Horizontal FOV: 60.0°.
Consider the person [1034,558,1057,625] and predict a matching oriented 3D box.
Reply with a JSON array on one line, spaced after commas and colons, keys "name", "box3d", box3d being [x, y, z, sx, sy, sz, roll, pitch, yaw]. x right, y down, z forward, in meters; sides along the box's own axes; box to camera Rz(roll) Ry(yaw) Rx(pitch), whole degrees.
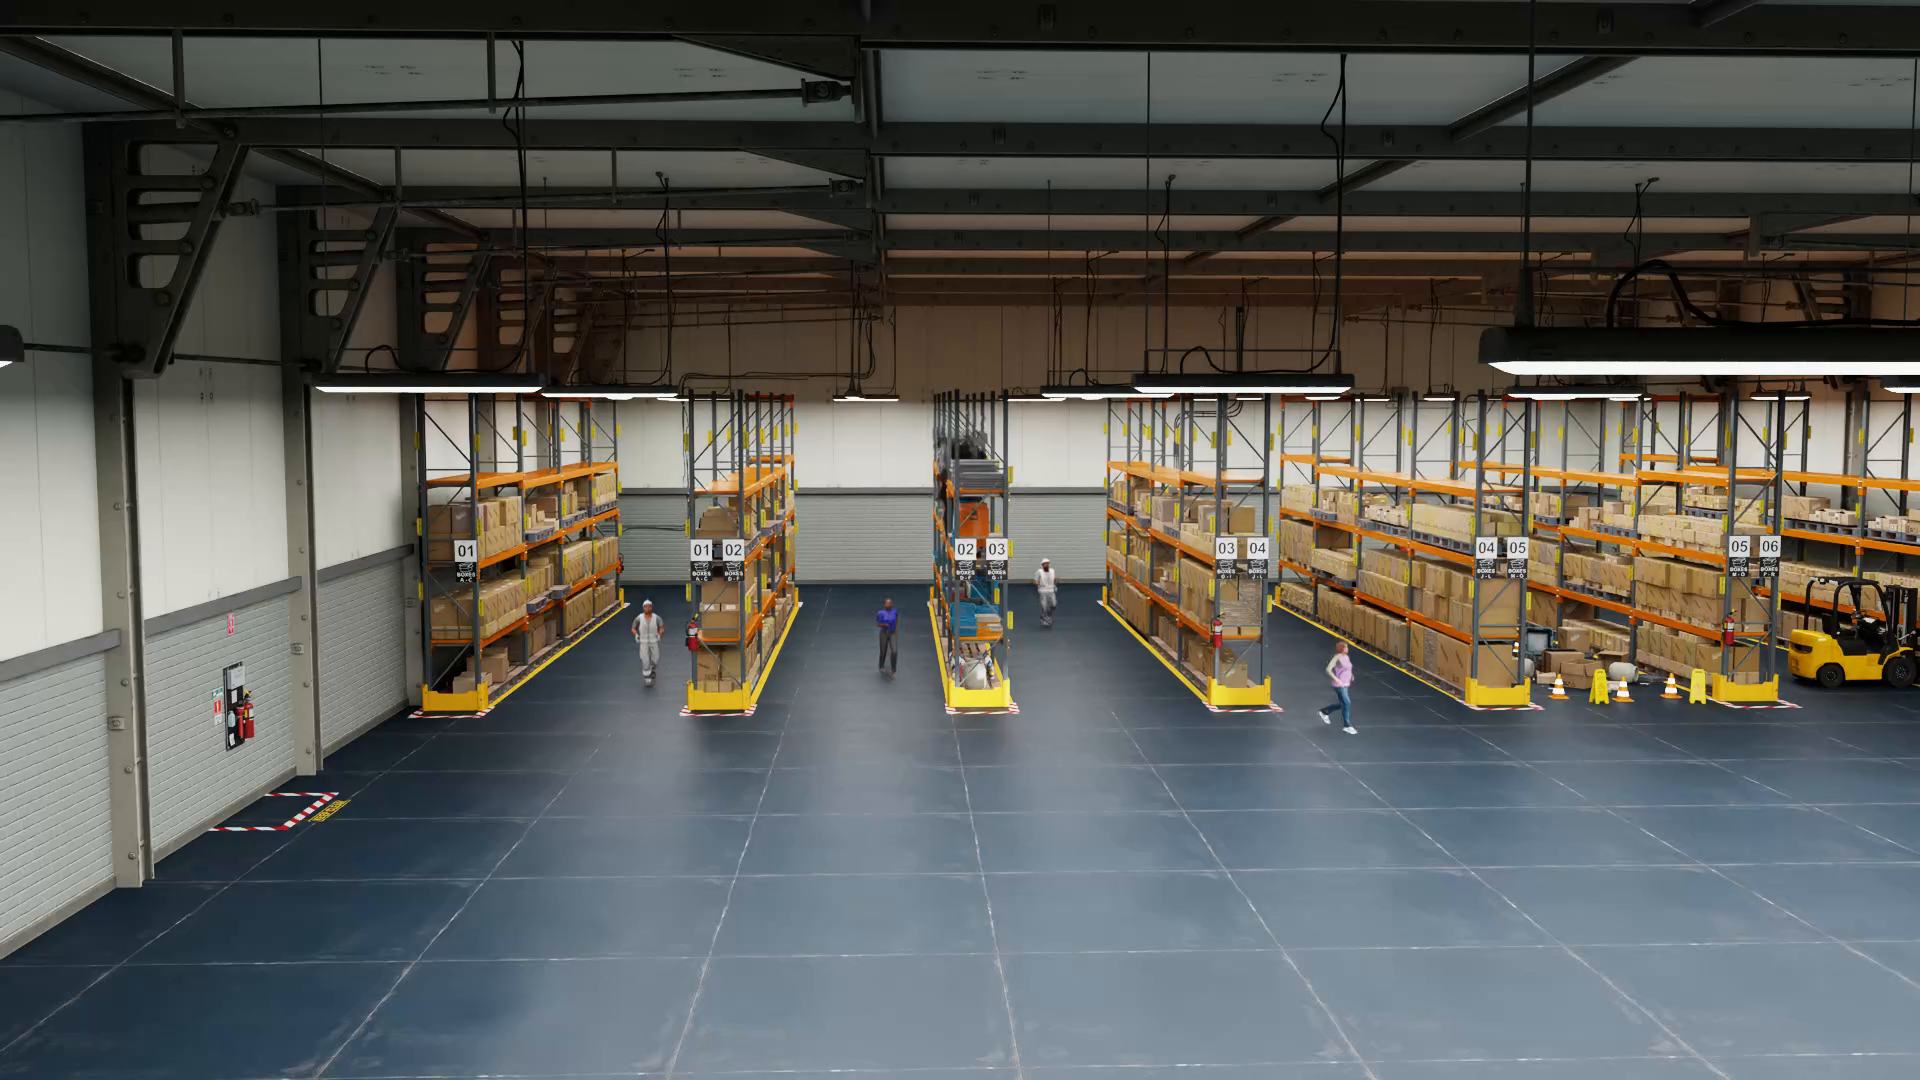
[{"name": "person", "box3d": [2.250, 1.347, 42.813, 0.667, 1.737, 0.605, -1, 5, -16]}]

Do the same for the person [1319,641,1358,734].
[{"name": "person", "box3d": [6.635, 2.563, 29.156, 0.781, 1.600, 0.545, 4, 6, 40]}]

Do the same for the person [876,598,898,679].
[{"name": "person", "box3d": [-1.517, 2.052, 34.928, 0.519, 1.706, 0.828, -1, 5, -14]}]

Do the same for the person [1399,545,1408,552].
[{"name": "person", "box3d": [13.006, 0.841, 49.320, 0.934, 1.761, 0.698, 0, 5, -2]}]

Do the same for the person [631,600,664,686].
[{"name": "person", "box3d": [-6.349, 2.095, 33.850, 0.653, 1.736, 0.621, -1, 5, -14]}]
